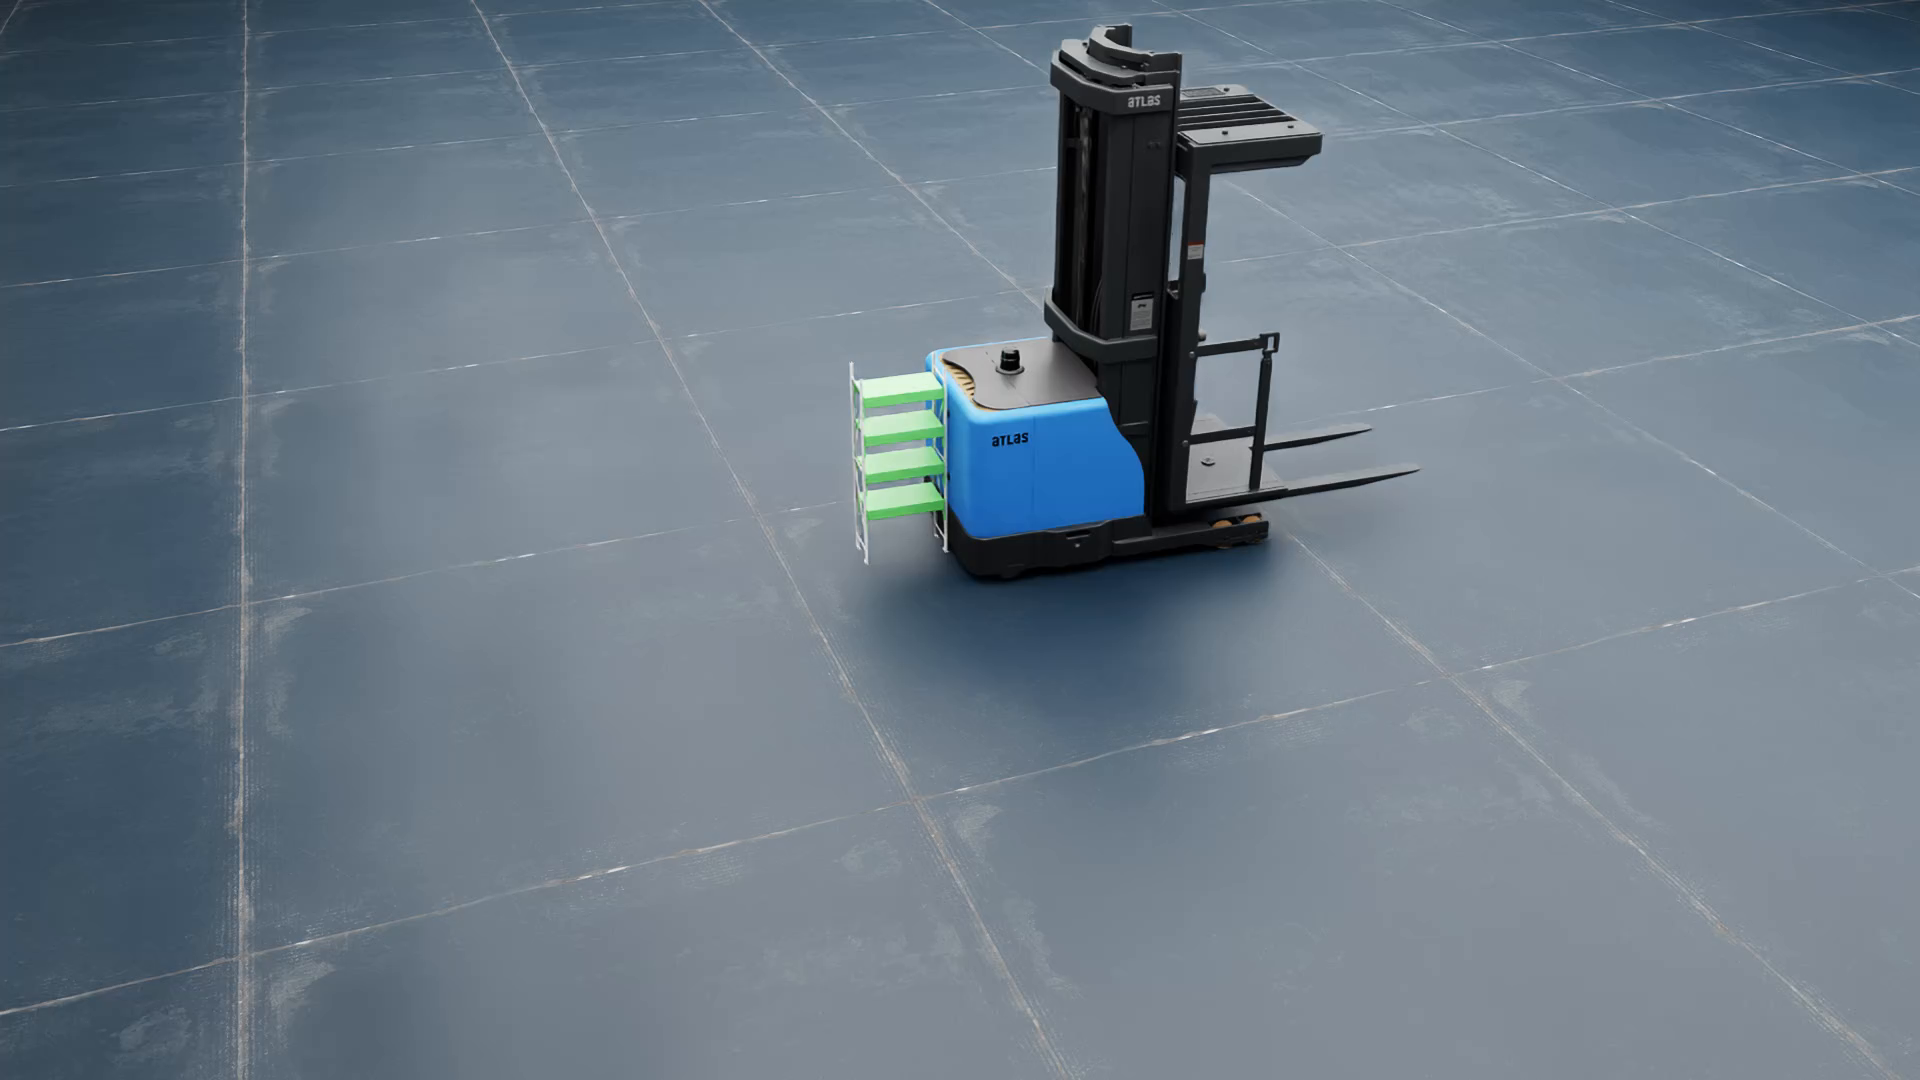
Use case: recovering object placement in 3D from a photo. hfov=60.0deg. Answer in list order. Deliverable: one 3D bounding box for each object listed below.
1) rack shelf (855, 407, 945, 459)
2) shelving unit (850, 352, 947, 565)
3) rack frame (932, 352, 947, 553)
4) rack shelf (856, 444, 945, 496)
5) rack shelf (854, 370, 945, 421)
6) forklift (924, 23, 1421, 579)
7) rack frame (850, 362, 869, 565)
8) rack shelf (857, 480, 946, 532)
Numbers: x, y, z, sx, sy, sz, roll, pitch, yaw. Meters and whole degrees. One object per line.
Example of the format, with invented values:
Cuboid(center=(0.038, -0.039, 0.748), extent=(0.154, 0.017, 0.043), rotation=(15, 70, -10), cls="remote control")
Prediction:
Cuboid(center=(-0.351, -0.619, 9.620), extent=(0.480, 0.148, 0.258), rotation=(-9, 31, -15), cls="rack shelf")
Cuboid(center=(-0.351, -0.466, 9.707), extent=(0.503, 1.200, 0.258), rotation=(-9, 31, -15), cls="shelving unit")
Cuboid(center=(-0.118, -0.502, 9.770), extent=(0.015, 1.200, 0.240), rotation=(-9, 31, -15), cls="rack frame")
Cuboid(center=(-0.351, -0.411, 9.739), extent=(0.480, 0.148, 0.258), rotation=(-9, 31, -15), cls="rack shelf")
Cuboid(center=(-0.351, -0.828, 9.501), extent=(0.480, 0.148, 0.258), rotation=(-9, 31, -15), cls="rack shelf")
Cuboid(center=(1.353, -1.462, 9.705), extent=(3.031, 2.935, 1.130), rotation=(-9, 31, -15), cls="forklift")
Cuboid(center=(-0.584, -0.430, 9.644), extent=(0.015, 1.200, 0.240), rotation=(-9, 31, -15), cls="rack frame")
Cuboid(center=(-0.351, -0.202, 9.857), extent=(0.480, 0.148, 0.258), rotation=(-9, 31, -15), cls="rack shelf")
